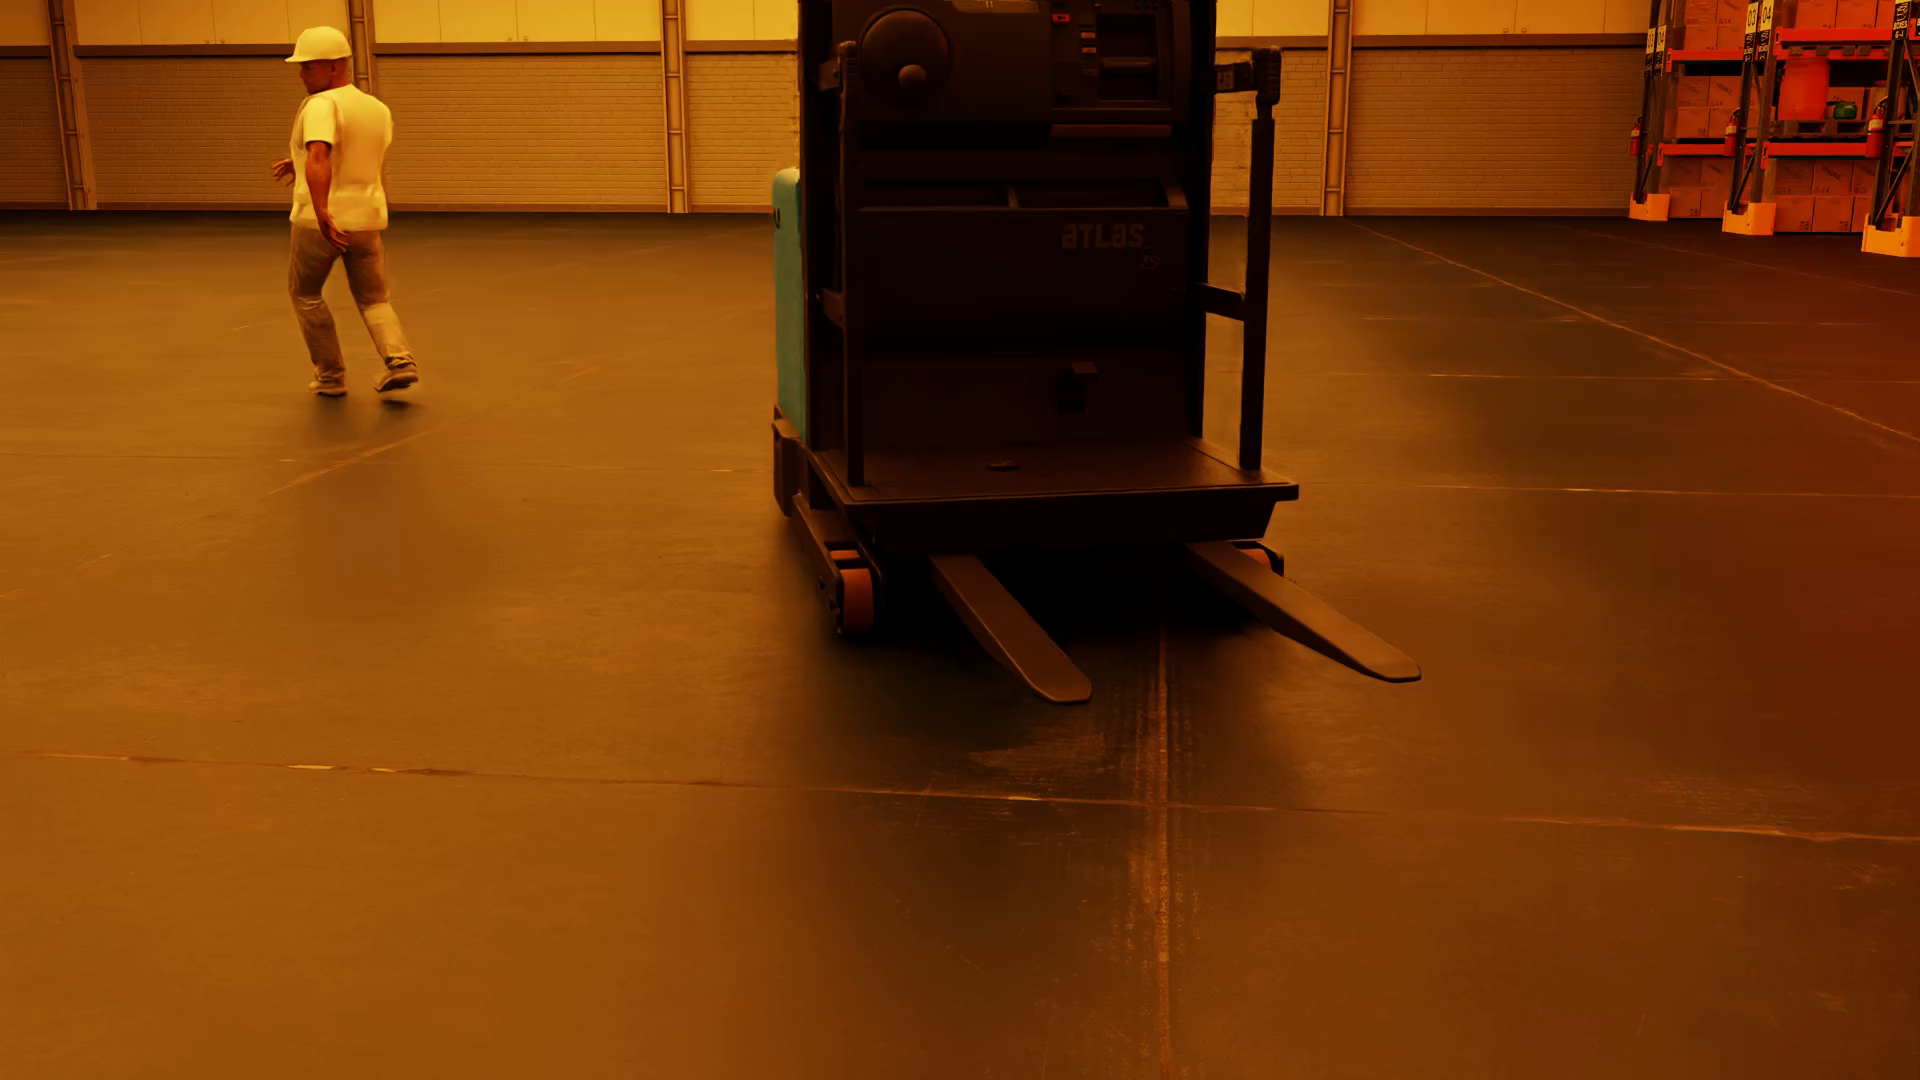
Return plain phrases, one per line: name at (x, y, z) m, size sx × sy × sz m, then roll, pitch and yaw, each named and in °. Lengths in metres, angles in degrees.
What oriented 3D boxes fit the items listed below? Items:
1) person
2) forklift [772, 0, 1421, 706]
person at (-2.822, -1.469, 7.588) m, size 0.901 × 1.677 × 0.608 m, roll 11°, pitch 17°, yaw 40°
forklift at (0.179, -1.290, 4.025) m, size 1.130 × 2.935 × 3.031 m, roll -3°, pitch 13°, yaw -11°
